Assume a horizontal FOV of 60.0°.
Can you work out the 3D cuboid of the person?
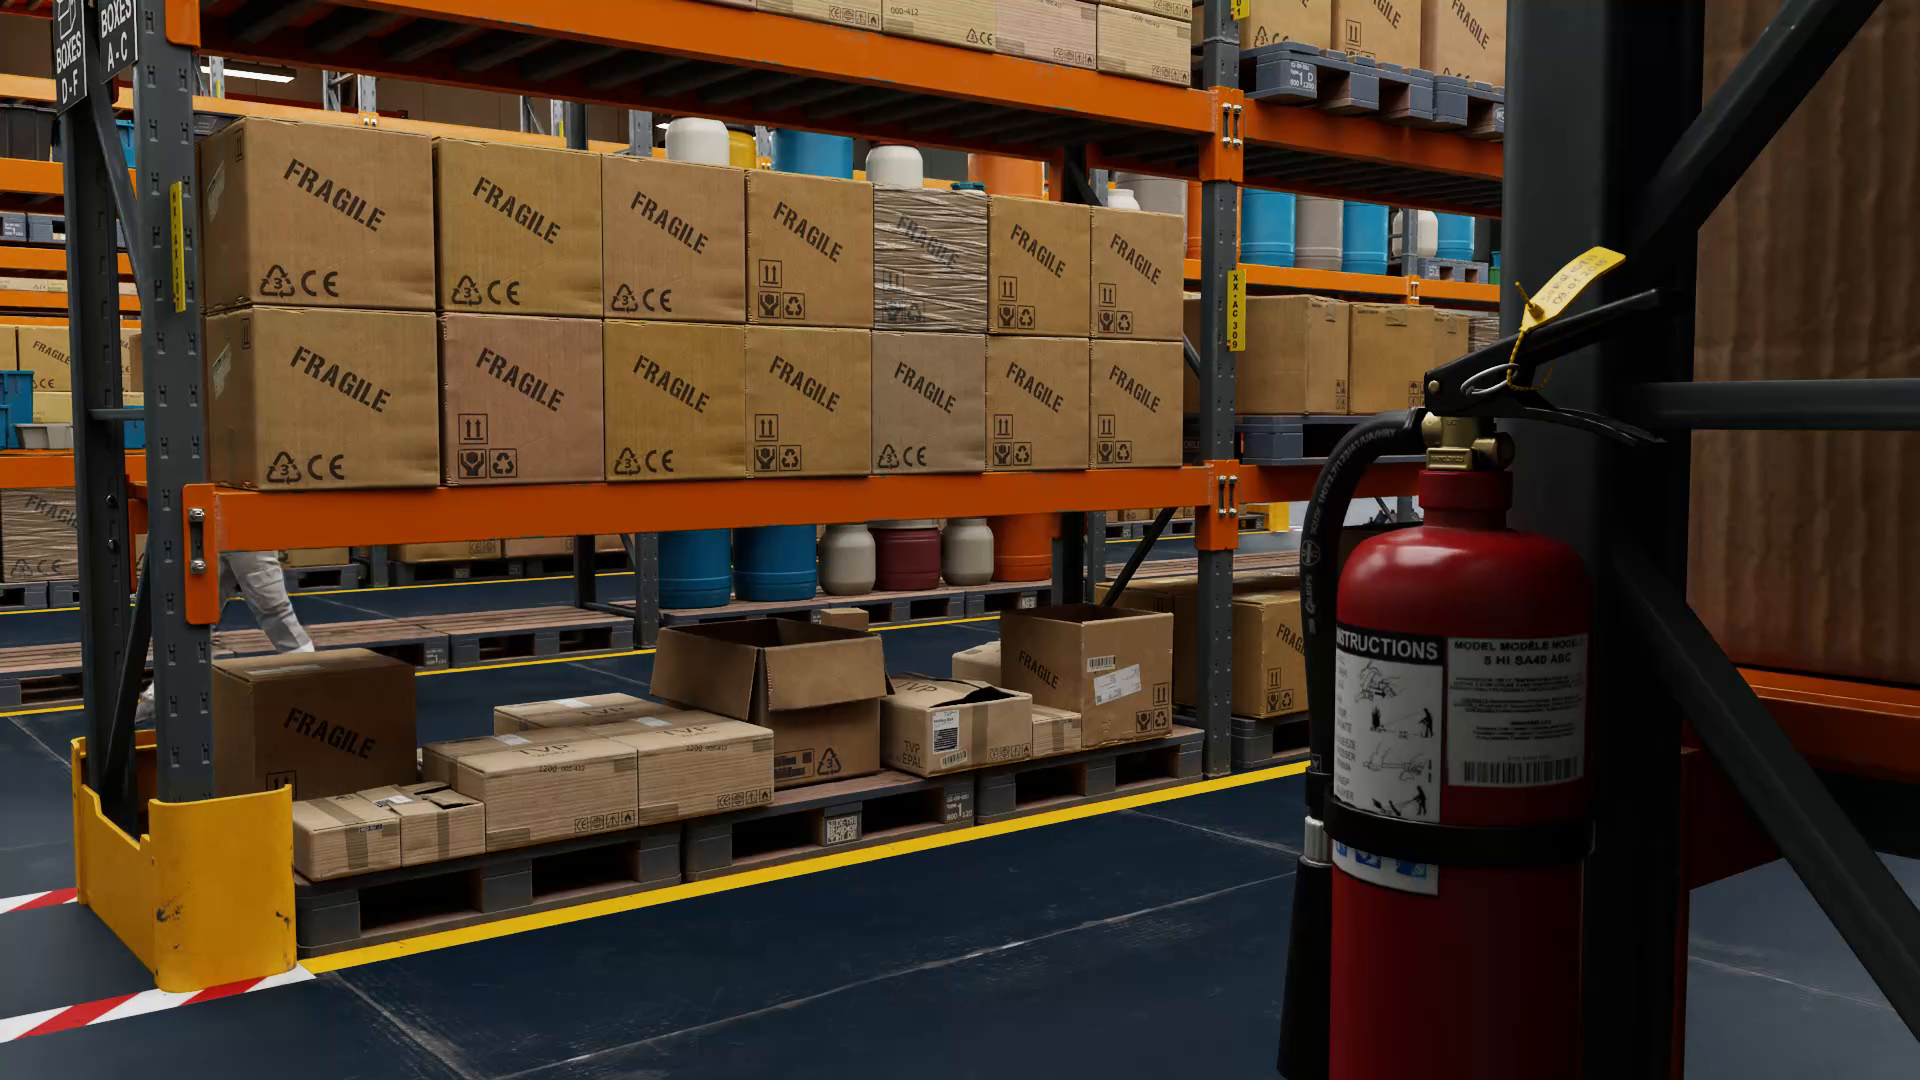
[{"bbox_3d":[-3.561,0.003,7.962,0.971,1.736,0.528,-3,5,-36],"label":"person"}]
